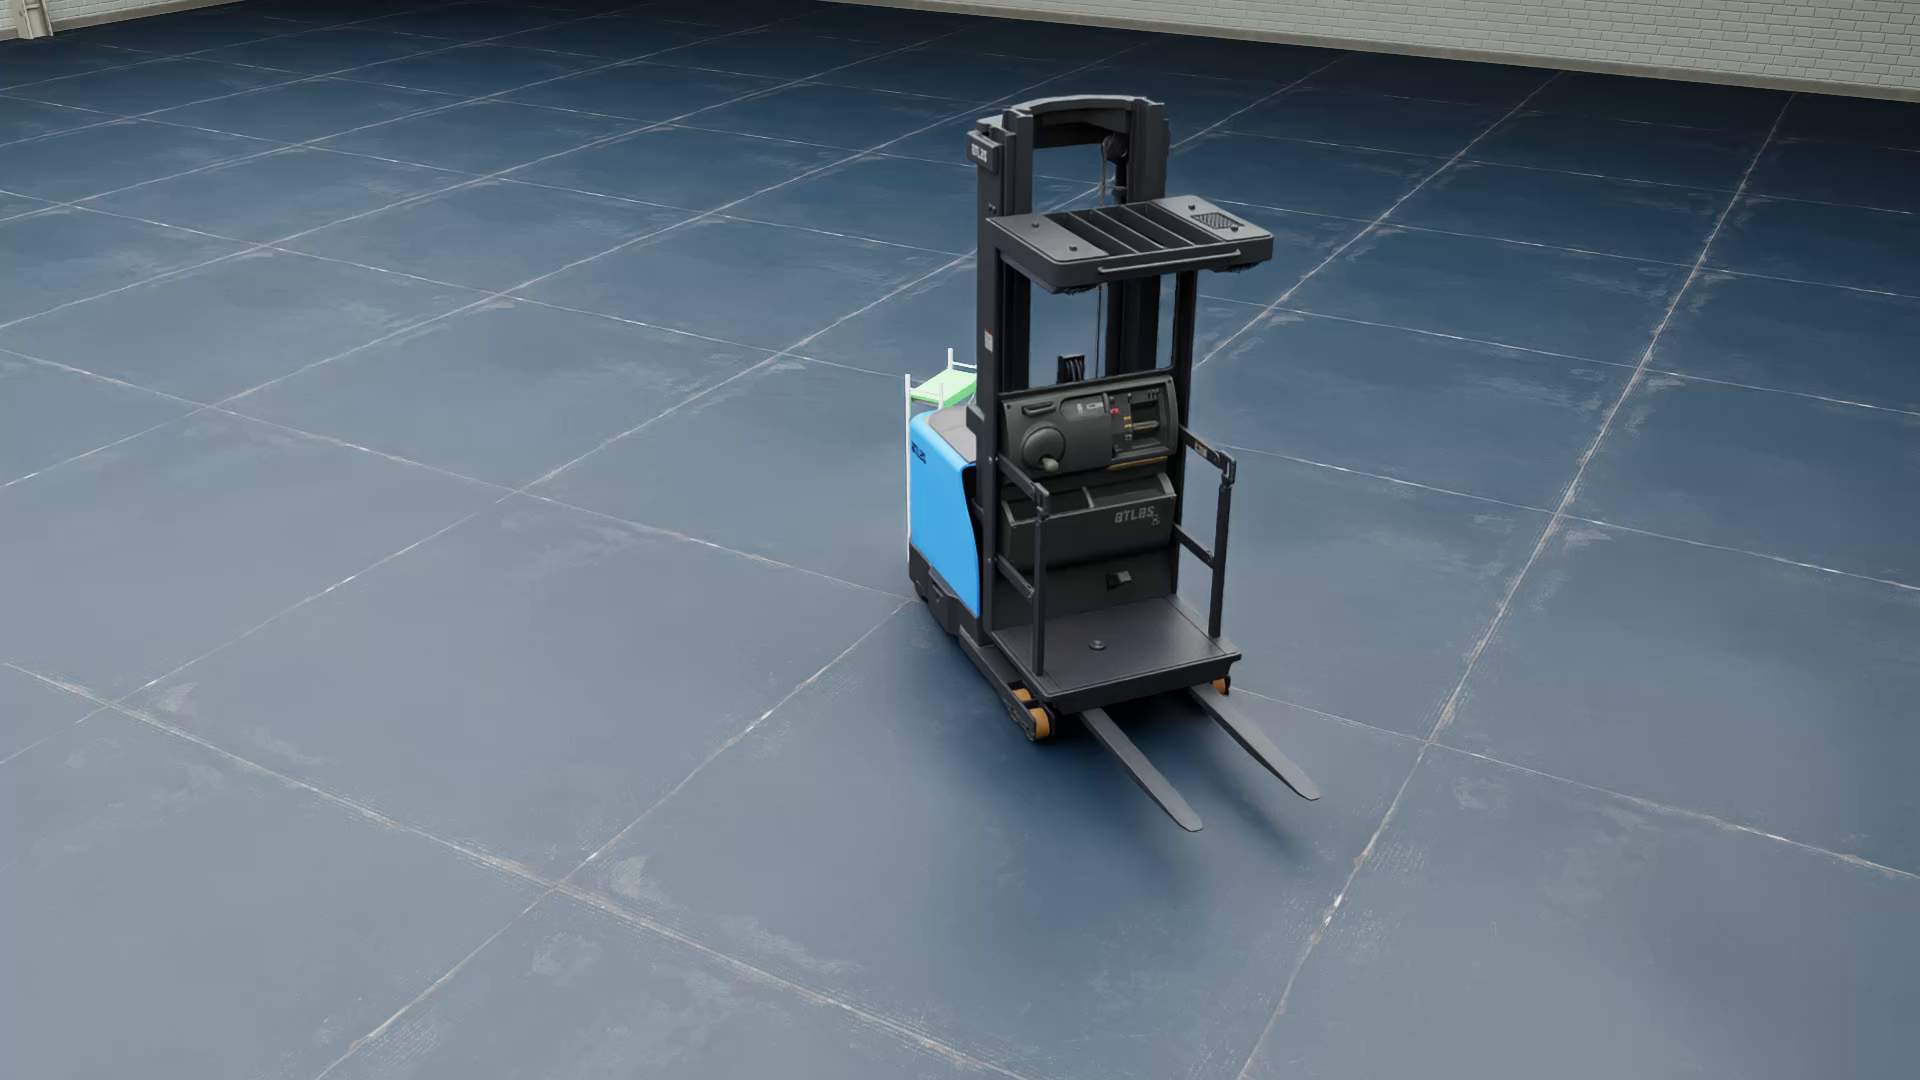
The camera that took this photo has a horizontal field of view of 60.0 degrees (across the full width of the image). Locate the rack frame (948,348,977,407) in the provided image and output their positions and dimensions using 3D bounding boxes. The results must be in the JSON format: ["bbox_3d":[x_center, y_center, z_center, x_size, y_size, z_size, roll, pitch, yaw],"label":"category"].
[{"bbox_3d":[0.039,-0.567,10.043,0.240,1.200,0.015,14,30,26],"label":"rack frame"}]

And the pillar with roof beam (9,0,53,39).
[{"bbox_3d":[-10.672,-10.935,22.042,9.100,9.000,0.400,14,30,26],"label":"pillar with roof beam"}]

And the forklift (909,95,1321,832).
[{"bbox_3d":[0.735,-0.528,8.030,1.130,2.935,3.031,-10,28,-20],"label":"forklift"}]

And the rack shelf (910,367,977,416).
[{"bbox_3d":[-0.081,-0.844,9.666,0.258,0.148,0.480,14,30,26],"label":"rack shelf"}]

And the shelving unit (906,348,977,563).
[{"bbox_3d":[-0.081,-0.472,9.853,0.258,1.200,0.503,14,30,26],"label":"shelving unit"}]

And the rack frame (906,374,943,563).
[{"bbox_3d":[-0.201,-0.377,9.663,0.240,1.200,0.015,14,30,26],"label":"rack frame"}]
